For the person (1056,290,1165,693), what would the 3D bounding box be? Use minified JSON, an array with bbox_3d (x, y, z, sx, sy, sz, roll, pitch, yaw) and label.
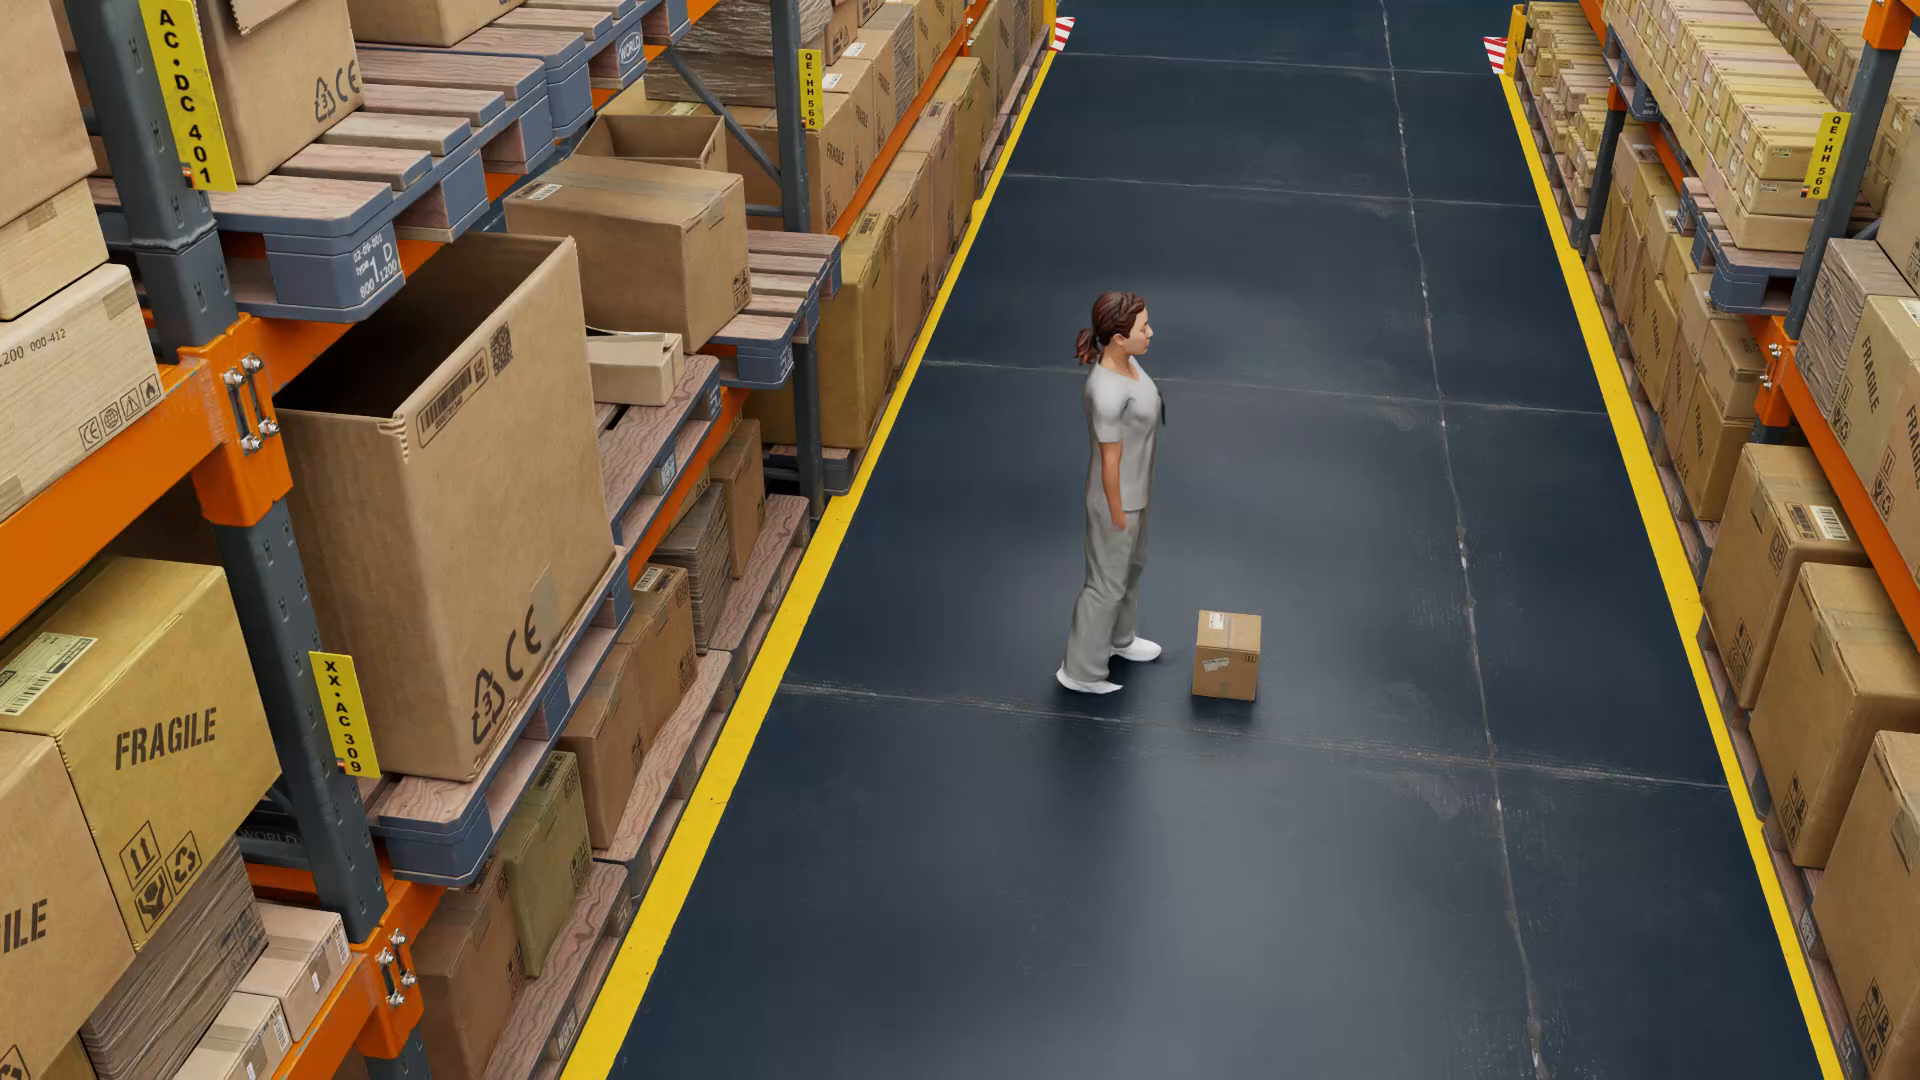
[{"bbox_3d":[0.616,-0.158,6.443,0.410,1.722,0.450,6,33,9],"label":"person"}]
